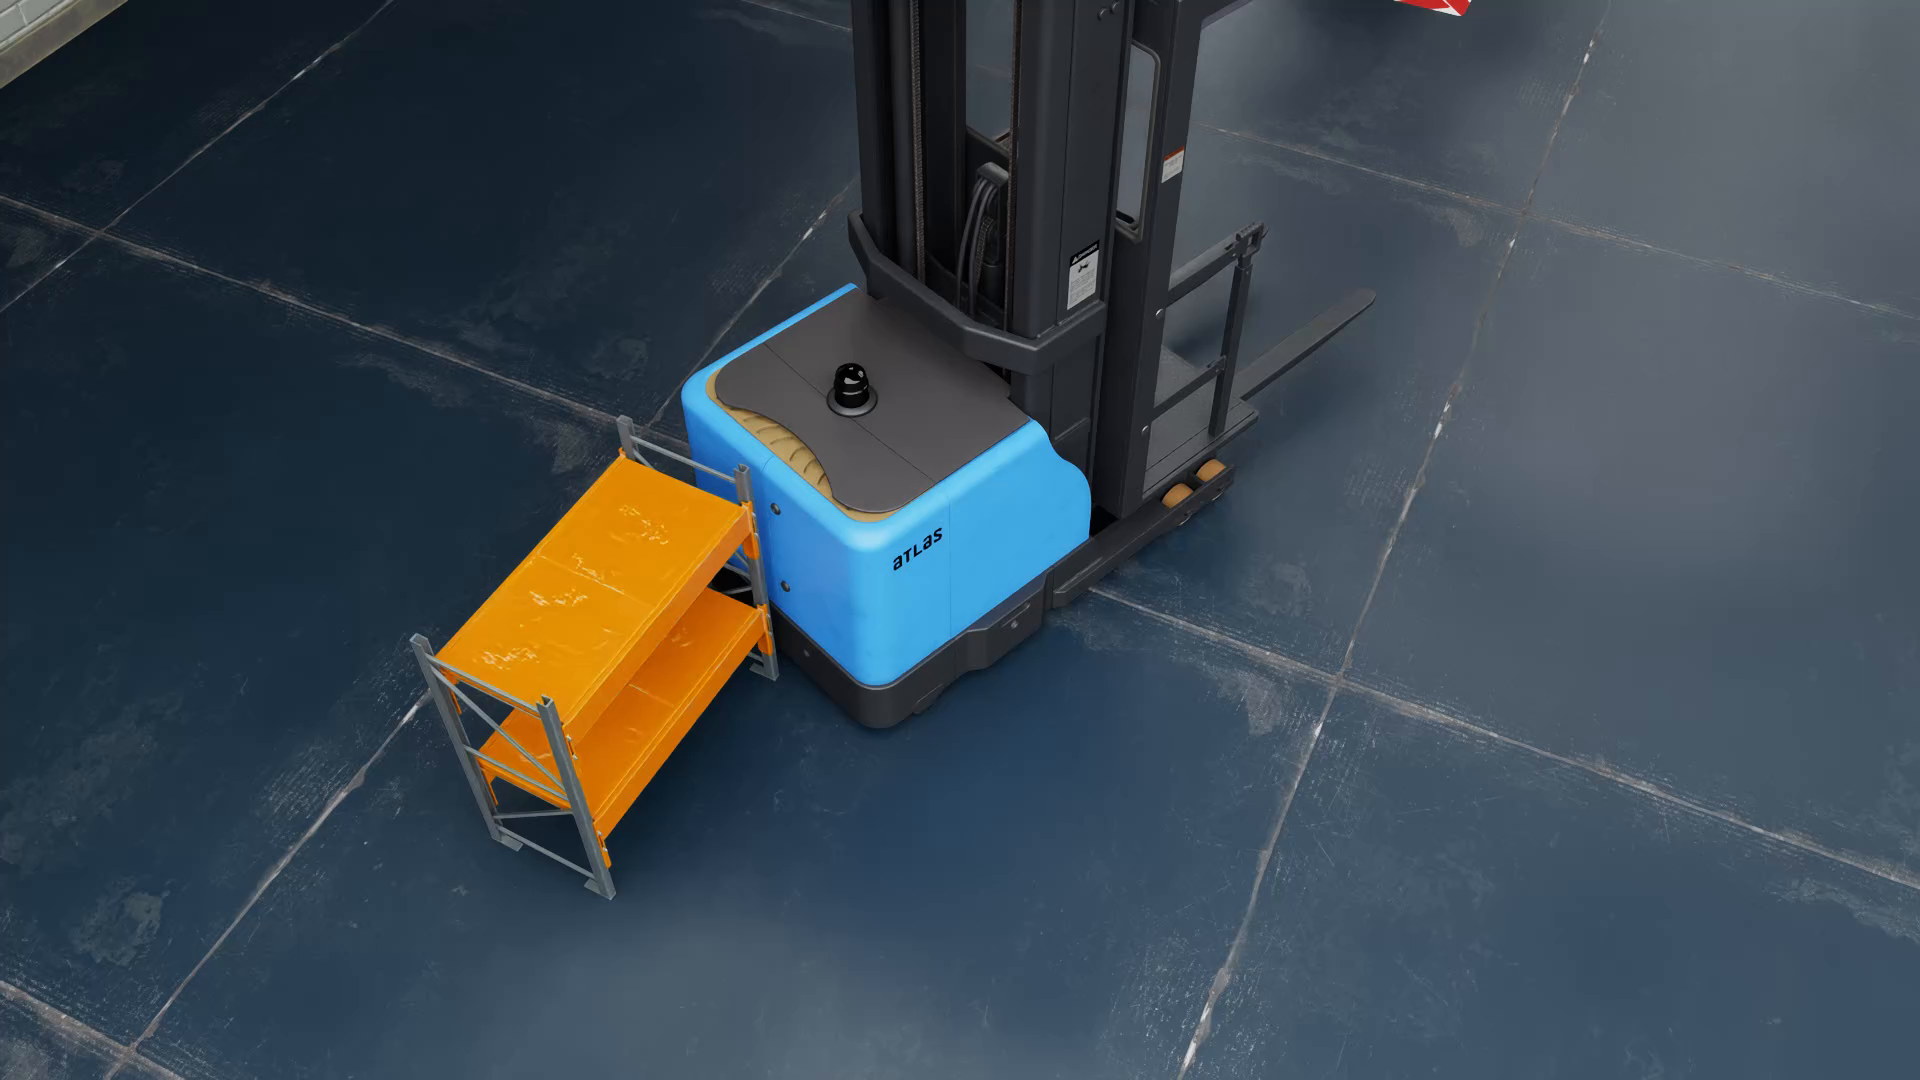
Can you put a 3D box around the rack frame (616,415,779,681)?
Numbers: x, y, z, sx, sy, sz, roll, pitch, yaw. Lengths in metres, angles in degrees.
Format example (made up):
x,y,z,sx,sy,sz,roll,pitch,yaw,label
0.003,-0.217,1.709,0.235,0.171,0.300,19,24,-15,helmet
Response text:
x,y,z,sx,sy,sz,roll,pitch,yaw,label
-0.894,0.055,5.780,0.500,1.125,0.032,22,53,18,rack frame

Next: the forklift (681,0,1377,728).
x,y,z,sx,sy,sz,roll,pitch,yaw,label
0.464,-1.275,5.726,3.031,2.935,1.130,-35,58,-26,forklift

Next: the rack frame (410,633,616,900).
x,y,z,sx,sy,sz,roll,pitch,yaw,label
-1.376,0.736,5.200,0.500,1.125,0.032,22,53,18,rack frame

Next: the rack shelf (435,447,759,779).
x,y,z,sx,sy,sz,roll,pitch,yaw,label
-1.135,0.206,5.267,0.538,0.278,1.000,22,53,18,rack shelf

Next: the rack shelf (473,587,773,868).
x,y,z,sx,sy,sz,roll,pitch,yaw,label
-1.135,0.554,5.676,0.538,0.278,1.000,22,53,18,rack shelf

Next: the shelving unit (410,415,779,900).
x,y,z,sx,sy,sz,roll,pitch,yaw,label
-1.135,0.396,5.490,0.538,1.125,1.048,22,53,18,shelving unit
